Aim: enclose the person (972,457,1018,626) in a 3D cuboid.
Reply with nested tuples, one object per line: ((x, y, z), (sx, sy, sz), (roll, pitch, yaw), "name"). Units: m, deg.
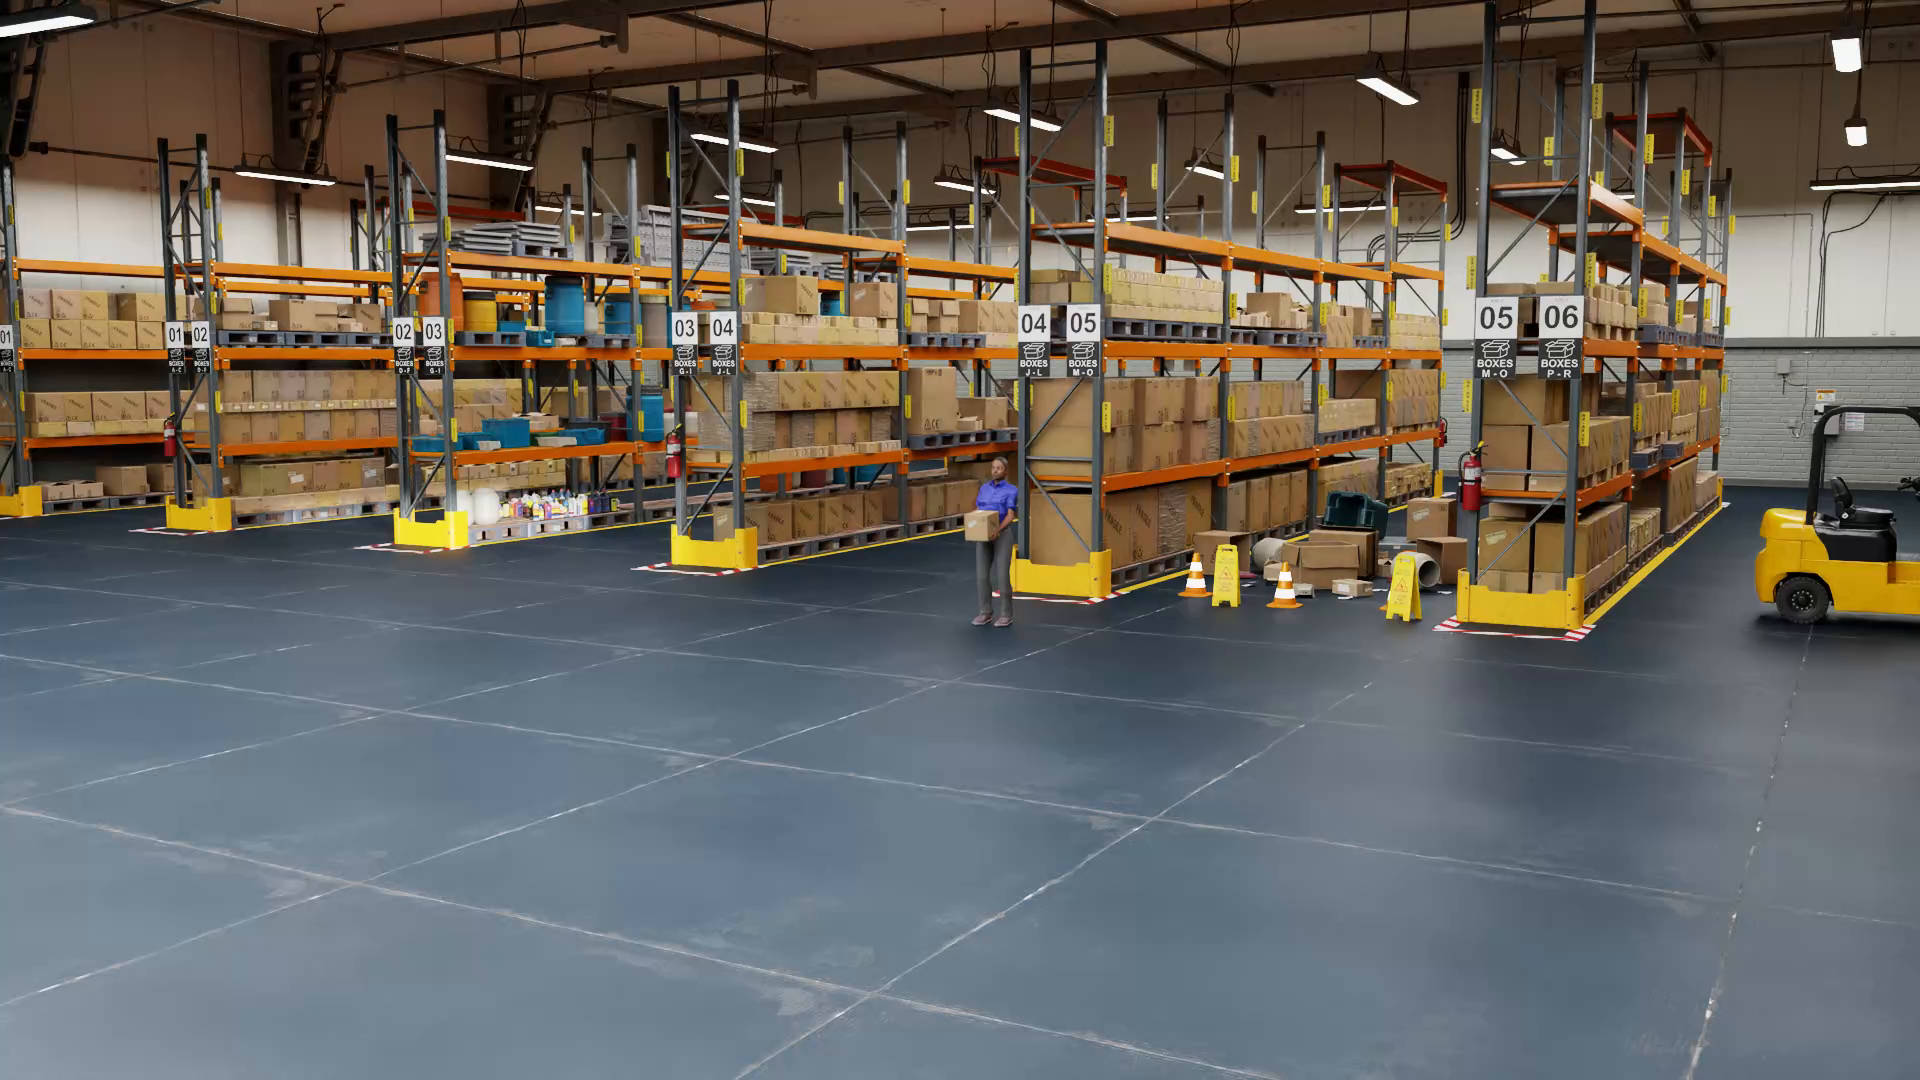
((0.305, 0.020, 16.256), (0.450, 1.645, 0.522), (3, 7, 29), "person")
